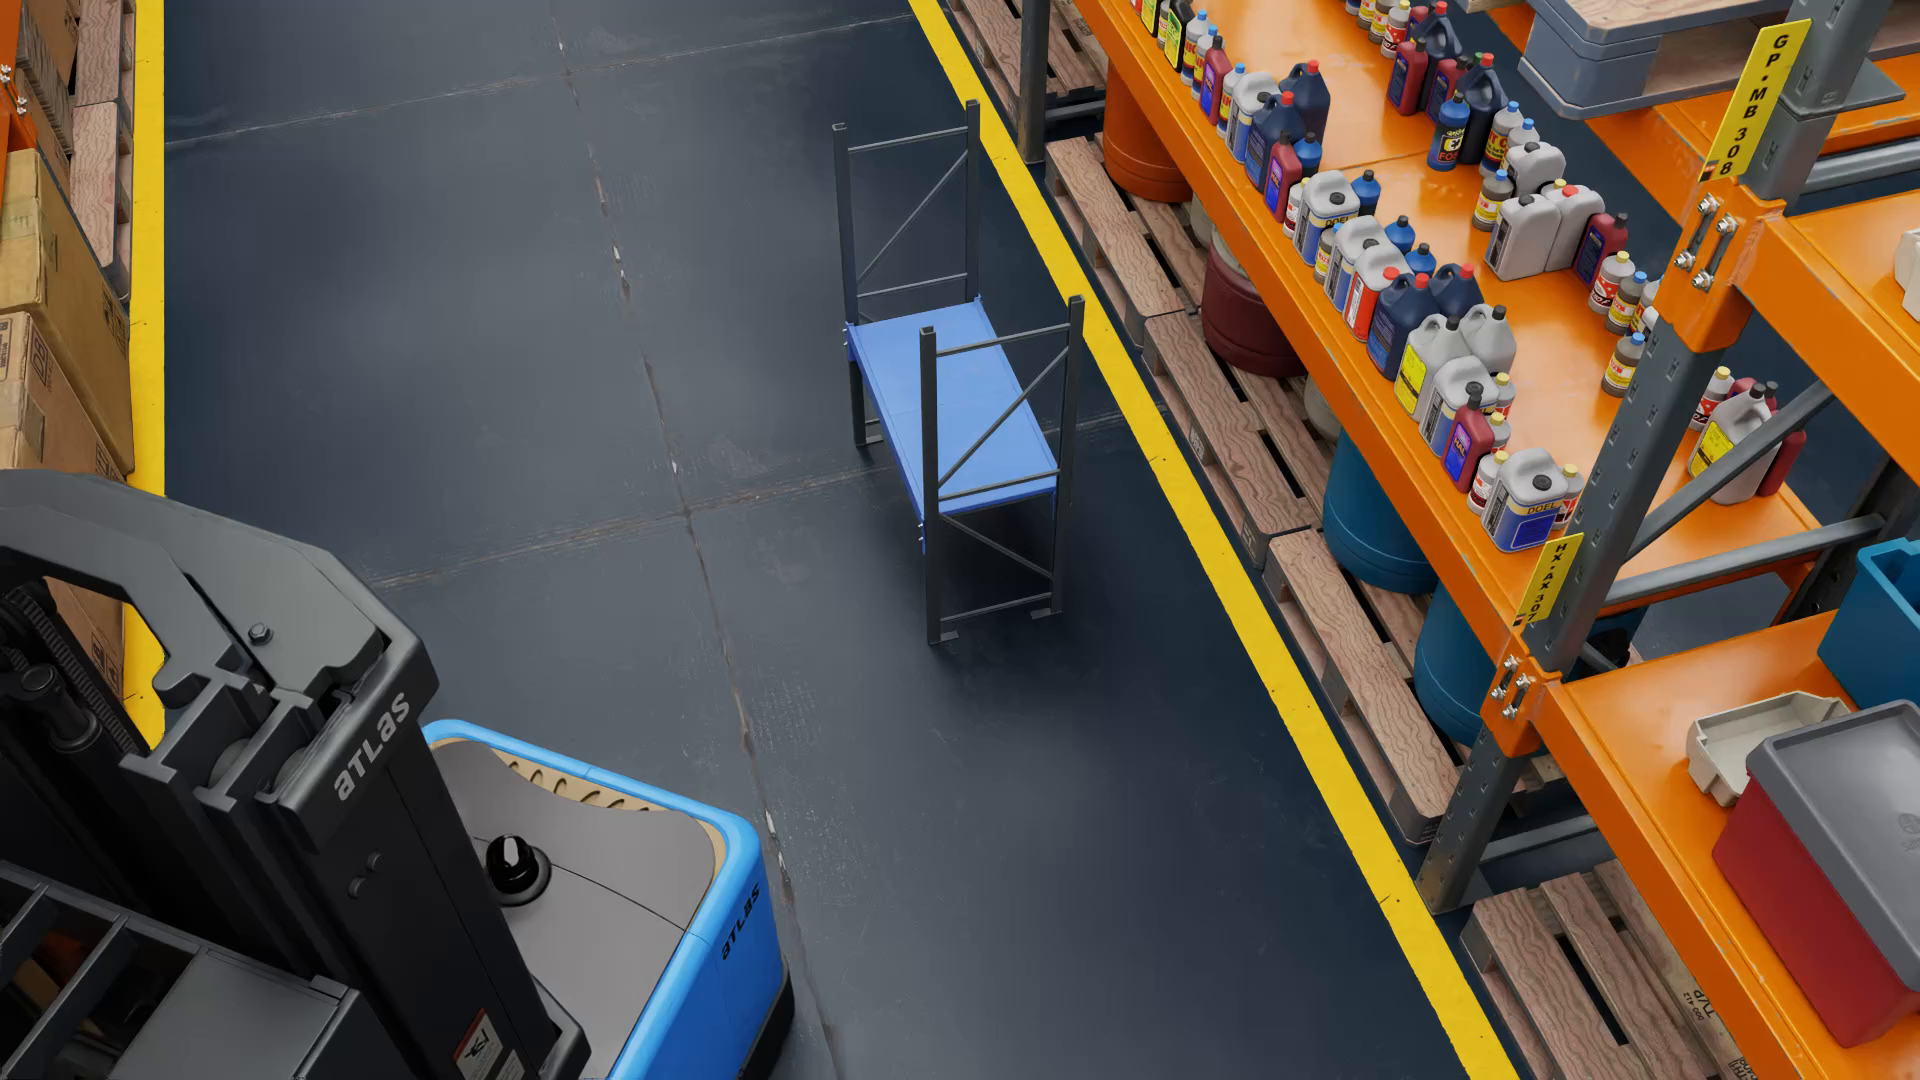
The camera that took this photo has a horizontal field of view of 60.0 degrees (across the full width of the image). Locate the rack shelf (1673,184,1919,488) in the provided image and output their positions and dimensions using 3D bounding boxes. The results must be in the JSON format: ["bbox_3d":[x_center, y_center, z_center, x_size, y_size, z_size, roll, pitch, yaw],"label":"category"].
[{"bbox_3d":[2.538,0.791,2.130,1.077,0.370,4.000,-13,51,-11],"label":"rack shelf"}]

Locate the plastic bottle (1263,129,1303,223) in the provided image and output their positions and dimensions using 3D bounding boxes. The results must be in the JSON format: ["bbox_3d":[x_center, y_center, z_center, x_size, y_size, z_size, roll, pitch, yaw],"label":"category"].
[{"bbox_3d":[1.043,-1.173,5.353,0.061,0.283,0.133,-13,51,-11],"label":"plastic bottle"}]

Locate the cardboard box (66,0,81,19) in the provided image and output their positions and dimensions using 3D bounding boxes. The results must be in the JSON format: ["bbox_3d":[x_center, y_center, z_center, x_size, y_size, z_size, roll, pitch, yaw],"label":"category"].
[{"bbox_3d":[-4.701,-2.779,7.978,0.700,0.500,0.500,-17,52,-14],"label":"cardboard box"}]

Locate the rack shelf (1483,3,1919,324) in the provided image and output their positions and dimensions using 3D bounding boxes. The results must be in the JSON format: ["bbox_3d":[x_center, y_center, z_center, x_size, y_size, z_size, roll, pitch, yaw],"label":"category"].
[{"bbox_3d":[1.355,-2.130,4.593,1.077,0.370,4.000,-13,51,-11],"label":"rack shelf"}]

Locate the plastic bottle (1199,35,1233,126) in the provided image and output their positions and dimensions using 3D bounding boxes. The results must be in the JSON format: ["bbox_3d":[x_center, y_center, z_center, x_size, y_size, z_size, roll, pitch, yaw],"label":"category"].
[{"bbox_3d":[0.880,-1.575,5.692,0.061,0.283,0.133,-13,51,-11],"label":"plastic bottle"}]

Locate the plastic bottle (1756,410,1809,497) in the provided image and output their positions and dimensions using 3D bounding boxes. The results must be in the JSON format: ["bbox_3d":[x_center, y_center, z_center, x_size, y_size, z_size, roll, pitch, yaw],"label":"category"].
[{"bbox_3d":[2.245,-0.261,4.585,0.061,0.283,0.133,-13,51,-11],"label":"plastic bottle"}]

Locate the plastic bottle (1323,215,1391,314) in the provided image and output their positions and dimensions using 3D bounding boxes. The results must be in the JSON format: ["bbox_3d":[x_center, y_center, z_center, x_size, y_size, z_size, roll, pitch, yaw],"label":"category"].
[{"bbox_3d":[1.224,-0.843,5.080,0.152,0.276,0.135,-13,51,-11],"label":"plastic bottle"}]

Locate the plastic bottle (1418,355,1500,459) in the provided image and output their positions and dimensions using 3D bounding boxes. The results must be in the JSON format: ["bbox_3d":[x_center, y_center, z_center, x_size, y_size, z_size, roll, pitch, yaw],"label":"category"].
[{"bbox_3d":[1.413,-0.376,4.686,0.152,0.276,0.135,-13,51,-11],"label":"plastic bottle"}]

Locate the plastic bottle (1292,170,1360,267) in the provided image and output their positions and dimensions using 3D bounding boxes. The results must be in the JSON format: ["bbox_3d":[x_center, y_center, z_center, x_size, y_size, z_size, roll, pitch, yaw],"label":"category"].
[{"bbox_3d":[1.155,-1.012,5.222,0.152,0.276,0.135,-13,51,-11],"label":"plastic bottle"}]

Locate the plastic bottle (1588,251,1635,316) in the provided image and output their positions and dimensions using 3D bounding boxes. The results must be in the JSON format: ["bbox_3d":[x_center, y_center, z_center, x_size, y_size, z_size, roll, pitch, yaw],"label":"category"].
[{"bbox_3d":[1.999,-0.795,5.088,0.097,0.201,0.097,0,50,0],"label":"plastic bottle"}]

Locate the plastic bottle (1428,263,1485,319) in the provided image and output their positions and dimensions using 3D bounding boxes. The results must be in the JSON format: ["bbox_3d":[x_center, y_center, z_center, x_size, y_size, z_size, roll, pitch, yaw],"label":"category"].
[{"bbox_3d":[1.445,-0.684,4.897,0.144,0.351,0.185,-13,51,-11],"label":"plastic bottle"}]

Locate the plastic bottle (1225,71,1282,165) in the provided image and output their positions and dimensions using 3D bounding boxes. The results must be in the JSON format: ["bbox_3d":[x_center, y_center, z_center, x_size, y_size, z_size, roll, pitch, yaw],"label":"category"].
[{"bbox_3d":[0.993,-1.414,5.561,0.152,0.276,0.135,-13,51,-11],"label":"plastic bottle"}]

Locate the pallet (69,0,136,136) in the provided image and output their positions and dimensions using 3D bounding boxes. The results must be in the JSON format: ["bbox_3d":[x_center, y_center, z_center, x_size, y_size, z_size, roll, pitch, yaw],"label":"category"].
[{"bbox_3d":[-4.555,-2.298,8.049,1.003,0.211,1.213,-13,51,-11],"label":"pallet"}]

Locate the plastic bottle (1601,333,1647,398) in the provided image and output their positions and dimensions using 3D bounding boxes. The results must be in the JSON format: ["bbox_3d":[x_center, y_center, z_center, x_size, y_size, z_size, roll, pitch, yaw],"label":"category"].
[{"bbox_3d":[1.951,-0.520,4.856,0.097,0.201,0.097,0,50,0],"label":"plastic bottle"}]

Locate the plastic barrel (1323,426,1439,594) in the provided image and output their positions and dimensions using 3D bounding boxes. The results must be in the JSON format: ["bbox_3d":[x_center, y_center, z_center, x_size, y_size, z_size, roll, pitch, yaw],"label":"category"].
[{"bbox_3d":[1.592,-0.312,5.649,0.600,0.901,0.708,-13,51,-11],"label":"plastic barrel"}]

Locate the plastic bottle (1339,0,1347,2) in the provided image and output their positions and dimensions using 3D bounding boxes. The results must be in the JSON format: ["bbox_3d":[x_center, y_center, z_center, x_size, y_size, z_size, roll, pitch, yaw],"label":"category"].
[{"bbox_3d":[1.462,-2.123,6.208,0.097,0.201,0.097,0,50,0],"label":"plastic bottle"}]

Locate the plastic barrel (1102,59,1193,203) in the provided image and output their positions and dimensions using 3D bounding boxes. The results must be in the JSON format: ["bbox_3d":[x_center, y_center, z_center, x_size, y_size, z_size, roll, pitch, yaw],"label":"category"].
[{"bbox_3d":[0.924,-1.938,7.067,0.600,0.830,0.708,-13,51,-11],"label":"plastic barrel"}]

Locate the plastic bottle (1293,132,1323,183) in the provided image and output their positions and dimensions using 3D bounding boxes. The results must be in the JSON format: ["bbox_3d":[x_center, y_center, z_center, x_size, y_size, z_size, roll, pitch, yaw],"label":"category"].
[{"bbox_3d":[1.113,-1.200,5.384,0.097,0.271,0.097,0,50,0],"label":"plastic bottle"}]

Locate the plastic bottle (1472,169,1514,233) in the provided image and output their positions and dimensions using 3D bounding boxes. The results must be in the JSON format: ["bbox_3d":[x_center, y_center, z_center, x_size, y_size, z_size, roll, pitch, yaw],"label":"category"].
[{"bbox_3d":[1.717,-1.099,5.344,0.097,0.201,0.097,0,50,0],"label":"plastic bottle"}]

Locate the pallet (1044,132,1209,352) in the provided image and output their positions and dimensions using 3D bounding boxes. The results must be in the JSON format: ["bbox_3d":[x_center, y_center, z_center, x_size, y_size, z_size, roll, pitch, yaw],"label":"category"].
[{"bbox_3d":[1.036,-1.391,7.284,1.003,0.211,1.213,-13,51,-11],"label":"pallet"}]

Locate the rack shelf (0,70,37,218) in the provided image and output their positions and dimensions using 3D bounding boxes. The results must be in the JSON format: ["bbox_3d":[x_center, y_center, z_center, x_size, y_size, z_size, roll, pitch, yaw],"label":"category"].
[{"bbox_3d":[-3.377,-0.043,4.795,1.077,0.370,4.000,-13,51,-11],"label":"rack shelf"}]

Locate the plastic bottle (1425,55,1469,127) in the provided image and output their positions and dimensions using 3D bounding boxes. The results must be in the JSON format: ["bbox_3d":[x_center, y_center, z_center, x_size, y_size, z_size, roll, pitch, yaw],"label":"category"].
[{"bbox_3d":[1.664,-1.538,5.661,0.061,0.283,0.133,-13,51,-11],"label":"plastic bottle"}]

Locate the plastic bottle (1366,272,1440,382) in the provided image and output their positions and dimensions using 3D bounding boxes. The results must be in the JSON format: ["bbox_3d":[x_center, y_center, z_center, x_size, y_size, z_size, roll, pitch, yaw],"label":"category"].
[{"bbox_3d":[1.307,-0.651,4.869,0.144,0.351,0.185,-13,51,-11],"label":"plastic bottle"}]

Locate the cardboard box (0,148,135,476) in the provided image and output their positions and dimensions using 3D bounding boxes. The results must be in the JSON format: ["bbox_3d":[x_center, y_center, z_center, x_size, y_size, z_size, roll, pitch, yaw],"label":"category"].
[{"bbox_3d":[-3.784,-0.678,5.975,1.225,0.875,0.875,-15,52,-13],"label":"cardboard box"}]

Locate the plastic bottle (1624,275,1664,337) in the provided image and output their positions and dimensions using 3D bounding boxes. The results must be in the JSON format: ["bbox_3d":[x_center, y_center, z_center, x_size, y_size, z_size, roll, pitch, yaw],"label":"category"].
[{"bbox_3d":[2.057,-0.675,4.942,0.097,0.271,0.097,0,50,0],"label":"plastic bottle"}]

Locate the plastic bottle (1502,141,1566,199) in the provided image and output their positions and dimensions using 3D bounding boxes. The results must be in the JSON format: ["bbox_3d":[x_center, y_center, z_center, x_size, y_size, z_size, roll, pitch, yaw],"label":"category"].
[{"bbox_3d":[1.831,-1.164,5.351,0.152,0.276,0.135,-13,51,-11],"label":"plastic bottle"}]

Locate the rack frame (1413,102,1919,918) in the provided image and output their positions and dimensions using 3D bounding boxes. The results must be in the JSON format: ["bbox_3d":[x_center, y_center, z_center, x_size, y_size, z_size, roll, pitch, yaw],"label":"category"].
[{"bbox_3d":[1.946,0.066,4.233,1.000,3.000,0.127,-13,51,-11],"label":"rack frame"}]

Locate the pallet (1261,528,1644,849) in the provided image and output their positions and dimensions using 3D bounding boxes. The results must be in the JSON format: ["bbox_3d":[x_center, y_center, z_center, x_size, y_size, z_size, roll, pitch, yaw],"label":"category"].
[{"bbox_3d":[1.758,0.391,5.782,1.003,0.211,1.213,-13,51,-11],"label":"pallet"}]

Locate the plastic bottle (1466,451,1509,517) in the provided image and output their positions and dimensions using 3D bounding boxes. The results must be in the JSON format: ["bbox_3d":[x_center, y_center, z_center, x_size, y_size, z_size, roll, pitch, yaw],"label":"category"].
[{"bbox_3d":[1.460,-0.164,4.556,0.097,0.201,0.097,0,50,0],"label":"plastic bottle"}]

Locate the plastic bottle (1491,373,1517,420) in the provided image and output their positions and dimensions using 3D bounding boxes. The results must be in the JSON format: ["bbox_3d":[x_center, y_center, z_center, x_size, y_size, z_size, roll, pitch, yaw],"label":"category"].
[{"bbox_3d":[1.526,-0.394,4.750,0.097,0.201,0.097,0,50,0],"label":"plastic bottle"}]

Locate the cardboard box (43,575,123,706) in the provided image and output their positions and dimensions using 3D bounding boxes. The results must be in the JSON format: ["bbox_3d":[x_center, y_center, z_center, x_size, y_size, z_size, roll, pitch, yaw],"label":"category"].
[{"bbox_3d":[-3.259,0.620,4.881,1.225,0.875,0.875,-15,51,-12],"label":"cardboard box"}]

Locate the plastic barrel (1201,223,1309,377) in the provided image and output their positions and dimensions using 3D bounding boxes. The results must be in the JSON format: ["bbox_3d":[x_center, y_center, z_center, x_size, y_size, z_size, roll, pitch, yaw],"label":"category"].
[{"bbox_3d":[1.258,-1.036,6.464,0.600,0.588,0.708,-13,51,-11],"label":"plastic barrel"}]

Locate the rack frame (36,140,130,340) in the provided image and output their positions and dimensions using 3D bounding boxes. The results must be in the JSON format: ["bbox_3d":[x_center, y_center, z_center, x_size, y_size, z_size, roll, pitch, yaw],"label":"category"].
[{"bbox_3d":[-3.968,-1.736,5.752,1.000,3.000,0.127,-13,51,-11],"label":"rack frame"}]

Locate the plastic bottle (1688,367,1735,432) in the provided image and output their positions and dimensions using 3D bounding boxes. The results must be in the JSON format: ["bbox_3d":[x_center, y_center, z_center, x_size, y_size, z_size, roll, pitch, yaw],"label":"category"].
[{"bbox_3d":[2.154,-0.412,4.766,0.097,0.201,0.097,0,50,0],"label":"plastic bottle"}]

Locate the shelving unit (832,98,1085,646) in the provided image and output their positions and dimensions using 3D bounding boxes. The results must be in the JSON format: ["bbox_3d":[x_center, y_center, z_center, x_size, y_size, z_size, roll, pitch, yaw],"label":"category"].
[{"bbox_3d":[-0.025,-0.546,5.729,0.538,1.500,1.048,-13,51,-11],"label":"shelving unit"}]

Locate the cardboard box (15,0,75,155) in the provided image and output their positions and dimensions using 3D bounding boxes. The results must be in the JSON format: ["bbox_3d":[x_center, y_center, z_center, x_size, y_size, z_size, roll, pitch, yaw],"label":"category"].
[{"bbox_3d":[-4.362,-1.959,7.287,0.700,0.500,0.500,-17,52,-14],"label":"cardboard box"}]

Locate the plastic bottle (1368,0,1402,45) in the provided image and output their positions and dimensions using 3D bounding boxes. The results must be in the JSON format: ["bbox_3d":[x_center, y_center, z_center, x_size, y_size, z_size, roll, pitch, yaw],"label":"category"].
[{"bbox_3d":[1.548,-1.909,6.028,0.097,0.201,0.097,0,50,0],"label":"plastic bottle"}]

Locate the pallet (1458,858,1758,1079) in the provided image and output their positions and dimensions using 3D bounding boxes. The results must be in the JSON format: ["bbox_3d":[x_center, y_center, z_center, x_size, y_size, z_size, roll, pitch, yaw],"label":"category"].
[{"bbox_3d":[2.201,1.493,4.854,1.003,0.211,1.213,-13,51,-11],"label":"pallet"}]

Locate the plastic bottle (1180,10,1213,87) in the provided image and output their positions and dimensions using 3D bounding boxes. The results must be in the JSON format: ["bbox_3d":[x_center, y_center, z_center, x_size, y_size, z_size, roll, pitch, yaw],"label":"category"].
[{"bbox_3d":[0.835,-1.731,5.831,0.097,0.271,0.097,0,50,0],"label":"plastic bottle"}]

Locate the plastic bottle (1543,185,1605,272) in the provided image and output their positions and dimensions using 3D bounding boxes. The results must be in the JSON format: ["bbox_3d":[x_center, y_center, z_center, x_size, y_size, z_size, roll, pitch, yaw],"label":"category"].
[{"bbox_3d":[1.899,-0.995,5.208,0.152,0.276,0.135,-13,51,-11],"label":"plastic bottle"}]

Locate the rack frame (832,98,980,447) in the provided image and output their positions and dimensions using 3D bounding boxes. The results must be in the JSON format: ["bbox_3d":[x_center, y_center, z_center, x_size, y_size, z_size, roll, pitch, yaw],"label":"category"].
[{"bbox_3d":[-0.176,-0.917,6.042,0.500,1.500,0.032,-13,51,-11],"label":"rack frame"}]

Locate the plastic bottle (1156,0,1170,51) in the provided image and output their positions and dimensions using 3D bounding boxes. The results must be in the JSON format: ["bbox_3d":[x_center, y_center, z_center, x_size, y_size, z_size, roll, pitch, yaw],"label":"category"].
[{"bbox_3d":[0.767,-1.877,6.000,0.097,0.201,0.097,0,50,0],"label":"plastic bottle"}]

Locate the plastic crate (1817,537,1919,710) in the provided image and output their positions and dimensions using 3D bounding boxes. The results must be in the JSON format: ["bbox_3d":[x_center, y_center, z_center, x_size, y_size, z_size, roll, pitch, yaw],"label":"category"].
[{"bbox_3d":[2.410,0.315,3.994,0.392,0.384,0.575,-13,51,-11],"label":"plastic crate"}]

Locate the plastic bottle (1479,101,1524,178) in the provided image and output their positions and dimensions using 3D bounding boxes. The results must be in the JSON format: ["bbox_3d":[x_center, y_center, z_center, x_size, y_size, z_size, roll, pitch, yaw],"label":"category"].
[{"bbox_3d":[1.794,-1.325,5.489,0.097,0.271,0.097,0,50,0],"label":"plastic bottle"}]

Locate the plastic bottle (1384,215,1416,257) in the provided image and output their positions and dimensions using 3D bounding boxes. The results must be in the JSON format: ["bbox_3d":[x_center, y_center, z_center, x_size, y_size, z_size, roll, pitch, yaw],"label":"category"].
[{"bbox_3d":[1.337,-0.883,5.117,0.097,0.271,0.097,0,50,0],"label":"plastic bottle"}]

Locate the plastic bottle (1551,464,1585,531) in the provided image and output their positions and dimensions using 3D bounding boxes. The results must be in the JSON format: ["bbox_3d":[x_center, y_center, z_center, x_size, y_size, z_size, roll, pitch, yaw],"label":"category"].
[{"bbox_3d":[1.634,-0.127,4.525,0.097,0.201,0.097,0,50,0],"label":"plastic bottle"}]

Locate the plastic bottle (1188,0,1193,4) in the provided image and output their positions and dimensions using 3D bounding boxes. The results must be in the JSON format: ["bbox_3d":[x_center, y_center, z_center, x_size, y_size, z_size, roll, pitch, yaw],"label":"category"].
[{"bbox_3d":[0.833,-2.107,6.194,0.097,0.201,0.097,0,50,0],"label":"plastic bottle"}]

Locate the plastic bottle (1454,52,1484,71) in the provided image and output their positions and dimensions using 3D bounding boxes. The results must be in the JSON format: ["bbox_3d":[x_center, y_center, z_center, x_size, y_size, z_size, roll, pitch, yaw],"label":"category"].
[{"bbox_3d":[1.722,-1.552,5.673,0.061,0.283,0.133,-13,51,-11],"label":"plastic bottle"}]

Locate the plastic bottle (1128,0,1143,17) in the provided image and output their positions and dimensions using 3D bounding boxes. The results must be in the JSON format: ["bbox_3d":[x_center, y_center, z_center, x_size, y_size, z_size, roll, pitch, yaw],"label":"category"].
[{"bbox_3d":[0.719,-2.089,6.130,0.152,0.276,0.135,-13,51,-11],"label":"plastic bottle"}]

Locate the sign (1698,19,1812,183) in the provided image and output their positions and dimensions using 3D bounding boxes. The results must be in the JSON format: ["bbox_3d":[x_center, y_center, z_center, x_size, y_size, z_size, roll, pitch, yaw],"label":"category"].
[{"bbox_3d":[1.420,-0.781,2.979,0.100,0.325,0.005,-13,51,-11],"label":"sign"}]

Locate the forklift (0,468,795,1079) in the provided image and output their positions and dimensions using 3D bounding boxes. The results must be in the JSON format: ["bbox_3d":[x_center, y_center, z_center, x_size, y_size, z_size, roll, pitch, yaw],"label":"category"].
[{"bbox_3d":[-1.494,1.394,3.158,1.130,2.935,3.031,16,52,13],"label":"forklift"}]

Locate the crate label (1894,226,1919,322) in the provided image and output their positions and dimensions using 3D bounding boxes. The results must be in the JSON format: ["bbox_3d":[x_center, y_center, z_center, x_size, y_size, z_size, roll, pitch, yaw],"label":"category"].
[{"bbox_3d":[1.815,-0.394,2.830,0.293,0.136,0.466,-13,51,-11],"label":"crate label"}]

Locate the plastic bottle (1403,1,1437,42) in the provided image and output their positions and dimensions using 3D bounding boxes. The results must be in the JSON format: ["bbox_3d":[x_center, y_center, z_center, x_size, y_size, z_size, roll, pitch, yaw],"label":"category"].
[{"bbox_3d":[1.628,-1.785,5.869,0.061,0.283,0.133,-13,51,-11],"label":"plastic bottle"}]
